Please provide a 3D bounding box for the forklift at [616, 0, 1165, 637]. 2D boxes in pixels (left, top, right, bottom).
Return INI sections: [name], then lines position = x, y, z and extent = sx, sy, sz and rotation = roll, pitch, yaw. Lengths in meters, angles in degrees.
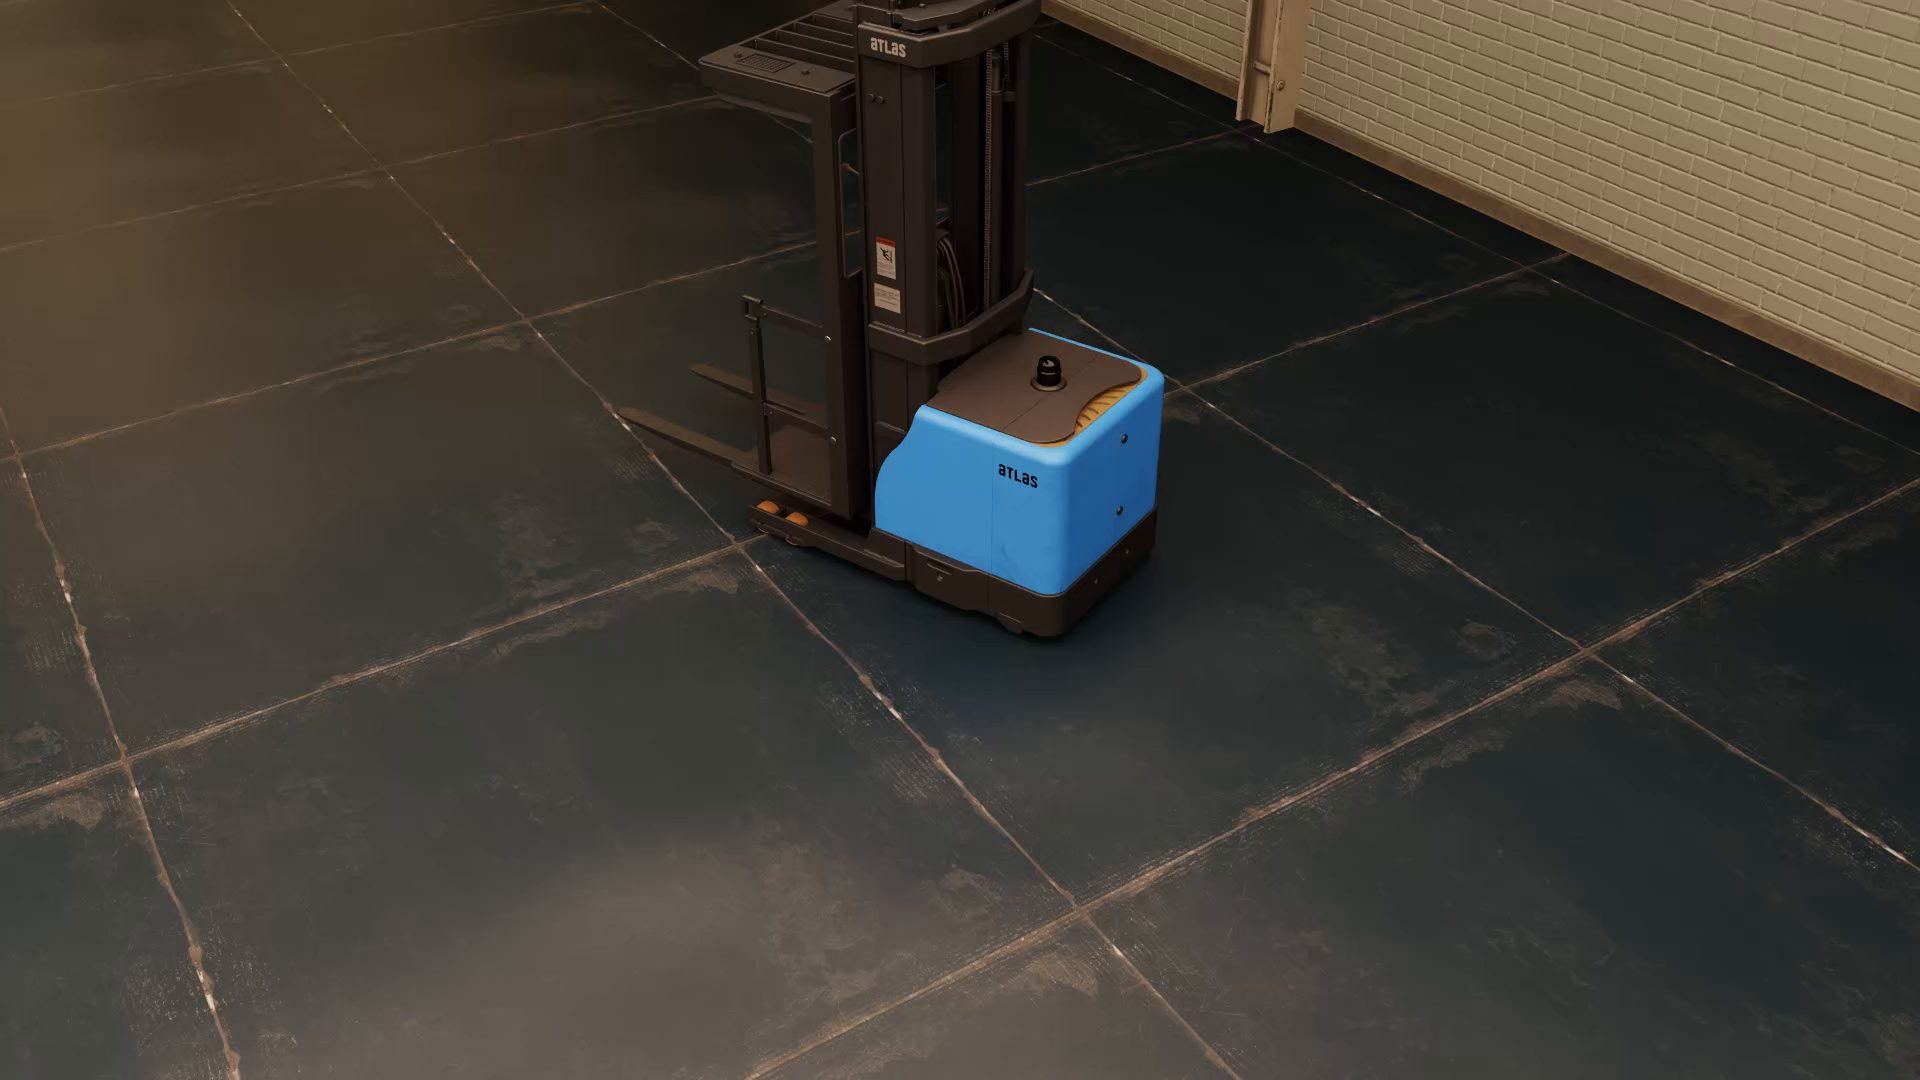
[forklift]
position = -0.500, -1.399, 8.138
extent = 3.031, 2.935, 1.130
rotation = 22, 41, 28
